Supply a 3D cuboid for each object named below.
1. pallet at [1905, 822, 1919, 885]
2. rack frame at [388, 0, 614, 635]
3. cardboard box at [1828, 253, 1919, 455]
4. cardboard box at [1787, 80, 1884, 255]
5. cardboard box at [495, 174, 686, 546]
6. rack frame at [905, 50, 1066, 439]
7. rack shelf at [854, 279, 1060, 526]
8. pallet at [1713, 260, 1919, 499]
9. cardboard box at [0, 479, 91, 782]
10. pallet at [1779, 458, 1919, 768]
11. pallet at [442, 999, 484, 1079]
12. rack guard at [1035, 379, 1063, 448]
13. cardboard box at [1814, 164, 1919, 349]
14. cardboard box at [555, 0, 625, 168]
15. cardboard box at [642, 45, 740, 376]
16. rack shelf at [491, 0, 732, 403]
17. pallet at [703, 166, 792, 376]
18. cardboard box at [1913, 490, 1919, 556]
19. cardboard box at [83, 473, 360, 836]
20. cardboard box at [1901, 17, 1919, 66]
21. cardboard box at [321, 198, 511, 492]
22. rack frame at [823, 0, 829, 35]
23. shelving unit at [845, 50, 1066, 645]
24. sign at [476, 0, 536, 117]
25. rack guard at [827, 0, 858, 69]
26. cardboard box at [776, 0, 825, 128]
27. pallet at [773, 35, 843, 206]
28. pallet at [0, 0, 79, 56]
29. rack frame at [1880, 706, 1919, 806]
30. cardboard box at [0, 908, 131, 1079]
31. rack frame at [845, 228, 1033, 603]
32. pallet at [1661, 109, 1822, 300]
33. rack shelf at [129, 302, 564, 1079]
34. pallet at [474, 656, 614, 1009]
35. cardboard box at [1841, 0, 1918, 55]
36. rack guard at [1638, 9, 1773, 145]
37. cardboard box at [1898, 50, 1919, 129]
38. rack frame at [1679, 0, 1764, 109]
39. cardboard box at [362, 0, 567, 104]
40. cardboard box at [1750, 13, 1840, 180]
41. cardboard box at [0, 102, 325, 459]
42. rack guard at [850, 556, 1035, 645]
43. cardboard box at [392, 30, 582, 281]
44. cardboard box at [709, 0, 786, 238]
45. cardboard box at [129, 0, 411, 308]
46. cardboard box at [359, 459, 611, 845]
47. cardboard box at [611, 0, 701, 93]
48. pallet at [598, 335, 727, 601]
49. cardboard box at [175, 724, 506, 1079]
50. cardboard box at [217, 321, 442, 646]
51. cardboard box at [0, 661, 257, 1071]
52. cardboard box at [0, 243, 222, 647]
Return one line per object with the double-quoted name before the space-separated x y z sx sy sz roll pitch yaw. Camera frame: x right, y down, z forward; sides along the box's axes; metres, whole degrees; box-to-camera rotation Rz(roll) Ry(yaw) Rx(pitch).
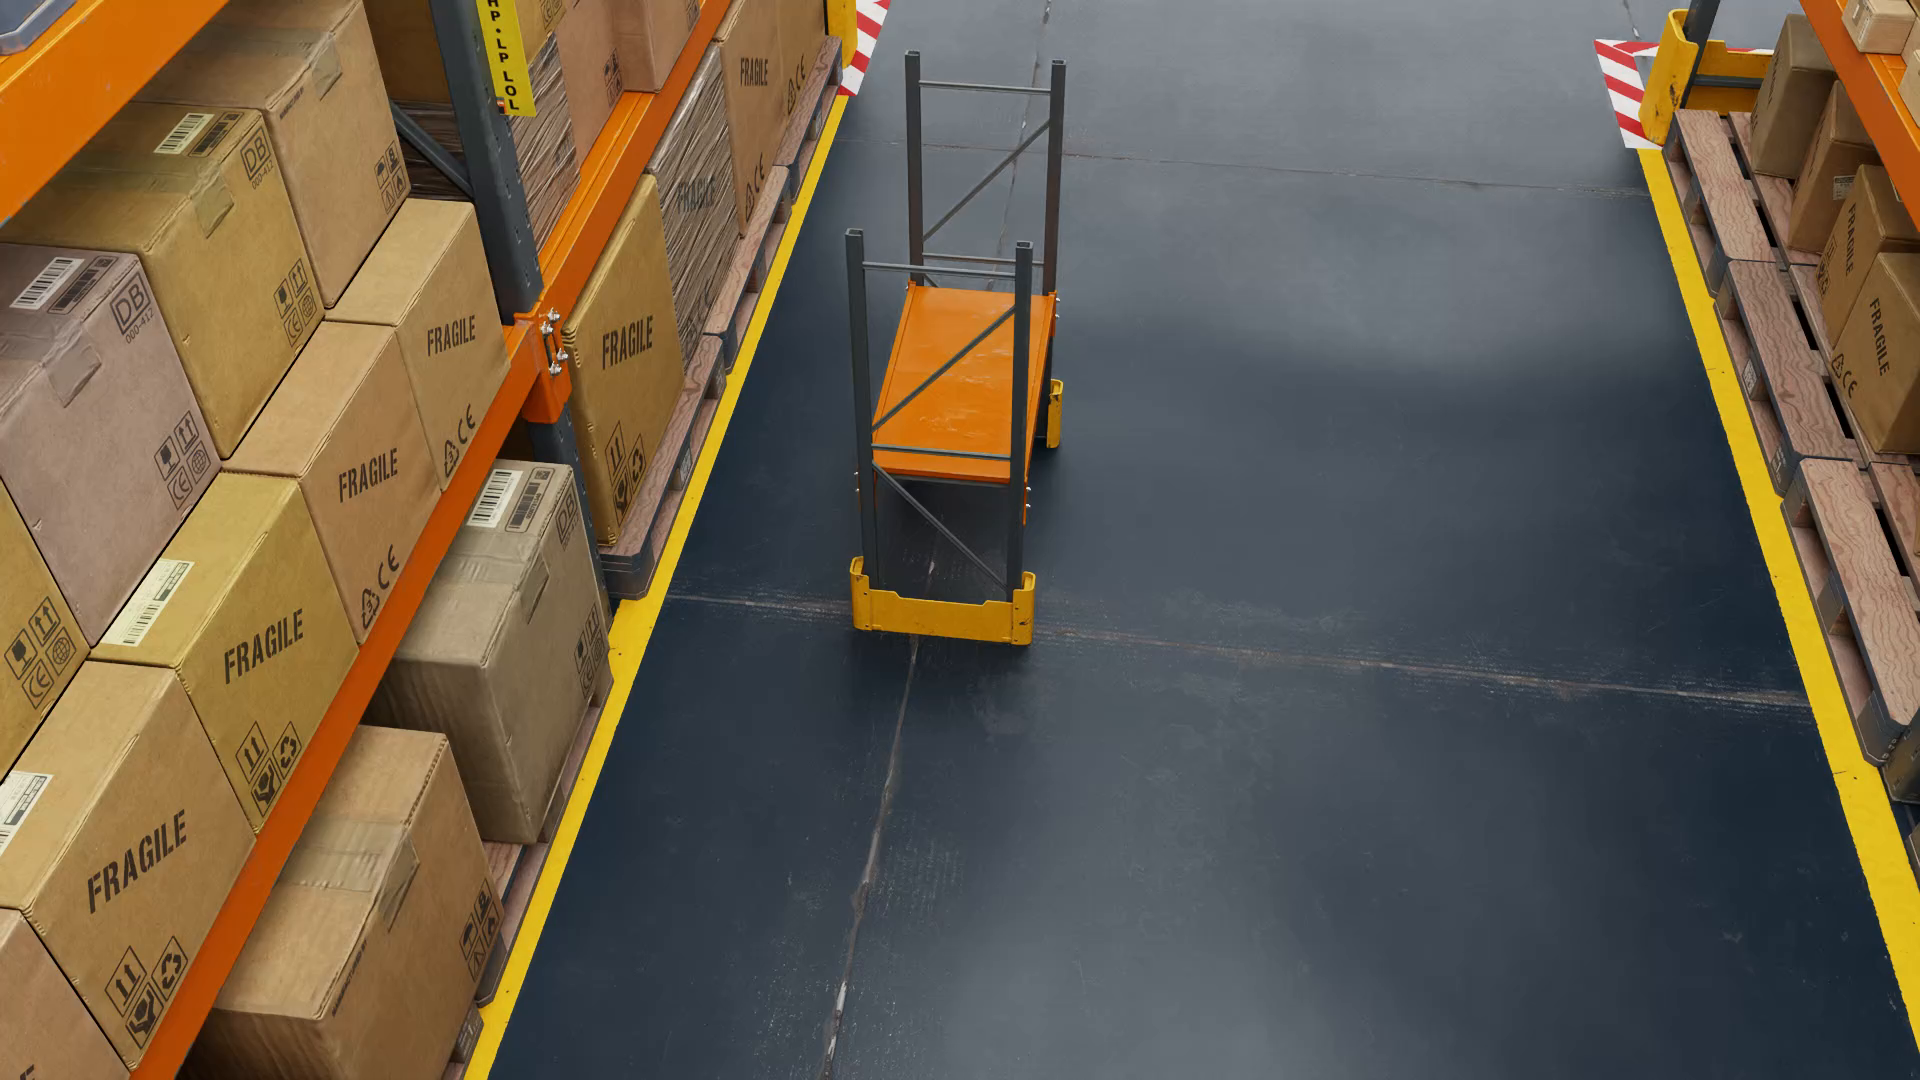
"pallet" 3.160 1.237 4.290 1.003 0.211 1.213 5 44 6
"rack frame" -1.642 -0.826 4.441 1.000 3.000 0.127 5 44 6
"cardboard box" 3.426 -0.642 5.759 0.500 0.500 0.500 2 43 2
"cardboard box" 3.646 -1.443 6.605 0.500 0.500 0.500 16 46 16
"cardboard box" -1.489 -0.630 5.473 0.875 0.875 0.875 6 44 6
"rack frame" 0.078 -0.949 5.662 0.500 1.500 0.032 5 44 6
"rack shelf" 0.011 -0.472 5.419 0.538 0.185 1.000 5 44 6
"pallet" 3.474 -0.589 6.218 1.003 0.211 1.213 5 44 6
"cardboard box" -1.903 0.152 2.608 0.700 0.500 0.500 5 44 5
"pallet" 3.315 0.245 5.338 1.003 0.211 1.213 5 44 6
"pallet" -1.828 1.553 3.957 1.003 0.211 1.213 5 44 6
"rack guard" 0.076 -0.482 6.077 0.587 0.250 0.087 5 44 6
"cardboard box" 3.544 -1.018 6.156 0.500 0.500 0.500 9 44 9
"cardboard box" -1.555 -1.510 5.054 0.875 0.550 0.550 5 44 6
"cardboard box" -1.374 -1.244 6.122 0.875 0.875 0.875 6 44 6
"rack shelf" -1.377 -1.928 6.128 1.077 0.370 4.000 5 44 6
"pallet" -1.305 -1.159 6.820 1.003 0.211 1.213 5 44 6
"cardboard box" 3.422 -0.211 5.304 0.500 0.500 0.500 19 46 19
"cardboard box" -1.579 0.206 3.278 0.500 0.500 0.500 6 44 6
"cardboard box" 3.320 -1.573 5.412 0.380 0.149 0.250 5 44 6
"cardboard box" -1.446 -0.483 4.005 0.500 0.500 0.500 5 44 5
"rack frame" -1.113 -3.552 7.320 1.000 3.000 0.127 5 44 6
"shelving unit" 0.010 -0.597 5.289 0.587 1.500 1.083 5 44 6
"sign" -1.103 -1.175 4.025 0.100 0.325 0.005 5 44 6
"rack guard" -1.110 -2.661 8.197 1.175 0.500 0.348 5 44 6
"cardboard box" -1.137 -2.465 7.412 0.875 0.875 0.875 5 44 6
"pallet" -1.141 -1.988 7.696 1.003 0.211 1.213 5 44 6
"pallet" -1.714 -1.217 2.811 0.805 0.209 1.217 4 44 4
"rack frame" 3.261 -0.307 3.892 1.000 3.000 0.127 5 44 6
"cardboard box" -1.712 0.892 2.554 0.500 0.500 0.500 5 44 5
"rack frame" -0.056 -0.256 4.930 0.500 1.500 0.032 5 44 6
"pallet" 3.638 -1.418 7.094 1.003 0.211 1.213 5 44 6
"rack shelf" -1.906 0.798 3.249 1.077 0.370 4.000 5 44 6
"pallet" -1.669 0.719 4.837 1.003 0.211 1.213 5 44 6
"cardboard box" 3.222 -1.755 5.605 0.380 0.149 0.250 5 44 6
"rack guard" 3.780 -2.073 7.576 1.175 0.500 0.348 5 44 6
"cardboard box" 3.211 -1.410 5.240 0.380 0.149 0.250 5 44 6
"rack frame" 3.790 -3.033 6.771 1.000 3.000 0.127 5 44 6
"cardboard box" -1.559 -1.521 4.280 0.875 0.550 0.550 5 44 6
"cardboard box" 3.691 -1.853 7.038 0.500 0.500 0.500 13 45 13
"cardboard box" -1.768 -0.536 3.335 0.700 0.500 0.500 5 44 5
"rack guard" -0.056 0.197 5.360 0.587 0.250 0.087 5 44 6
"cardboard box" -1.605 -1.133 4.656 0.875 0.550 0.550 5 44 6
"cardboard box" -1.251 -1.865 6.778 0.875 0.875 0.875 5 44 5
"cardboard box" -1.702 -0.887 3.705 0.700 0.500 0.500 5 44 5
"cardboard box" -1.635 0.269 4.615 1.050 0.750 0.750 5 44 5
"cardboard box" -1.366 -1.868 5.432 0.875 0.550 0.550 5 44 6
"pallet" -1.464 -0.325 5.940 1.003 0.211 1.213 5 44 6
"cardboard box" -1.766 0.926 3.921 1.050 0.750 0.750 5 44 6
"cardboard box" -1.513 -0.138 3.642 0.500 0.500 0.500 5 44 5
"cardboard box" -1.644 0.552 2.912 0.500 0.500 0.500 5 44 5
"cardboard box" -1.835 -0.192 2.971 0.700 0.500 0.500 6 44 6
